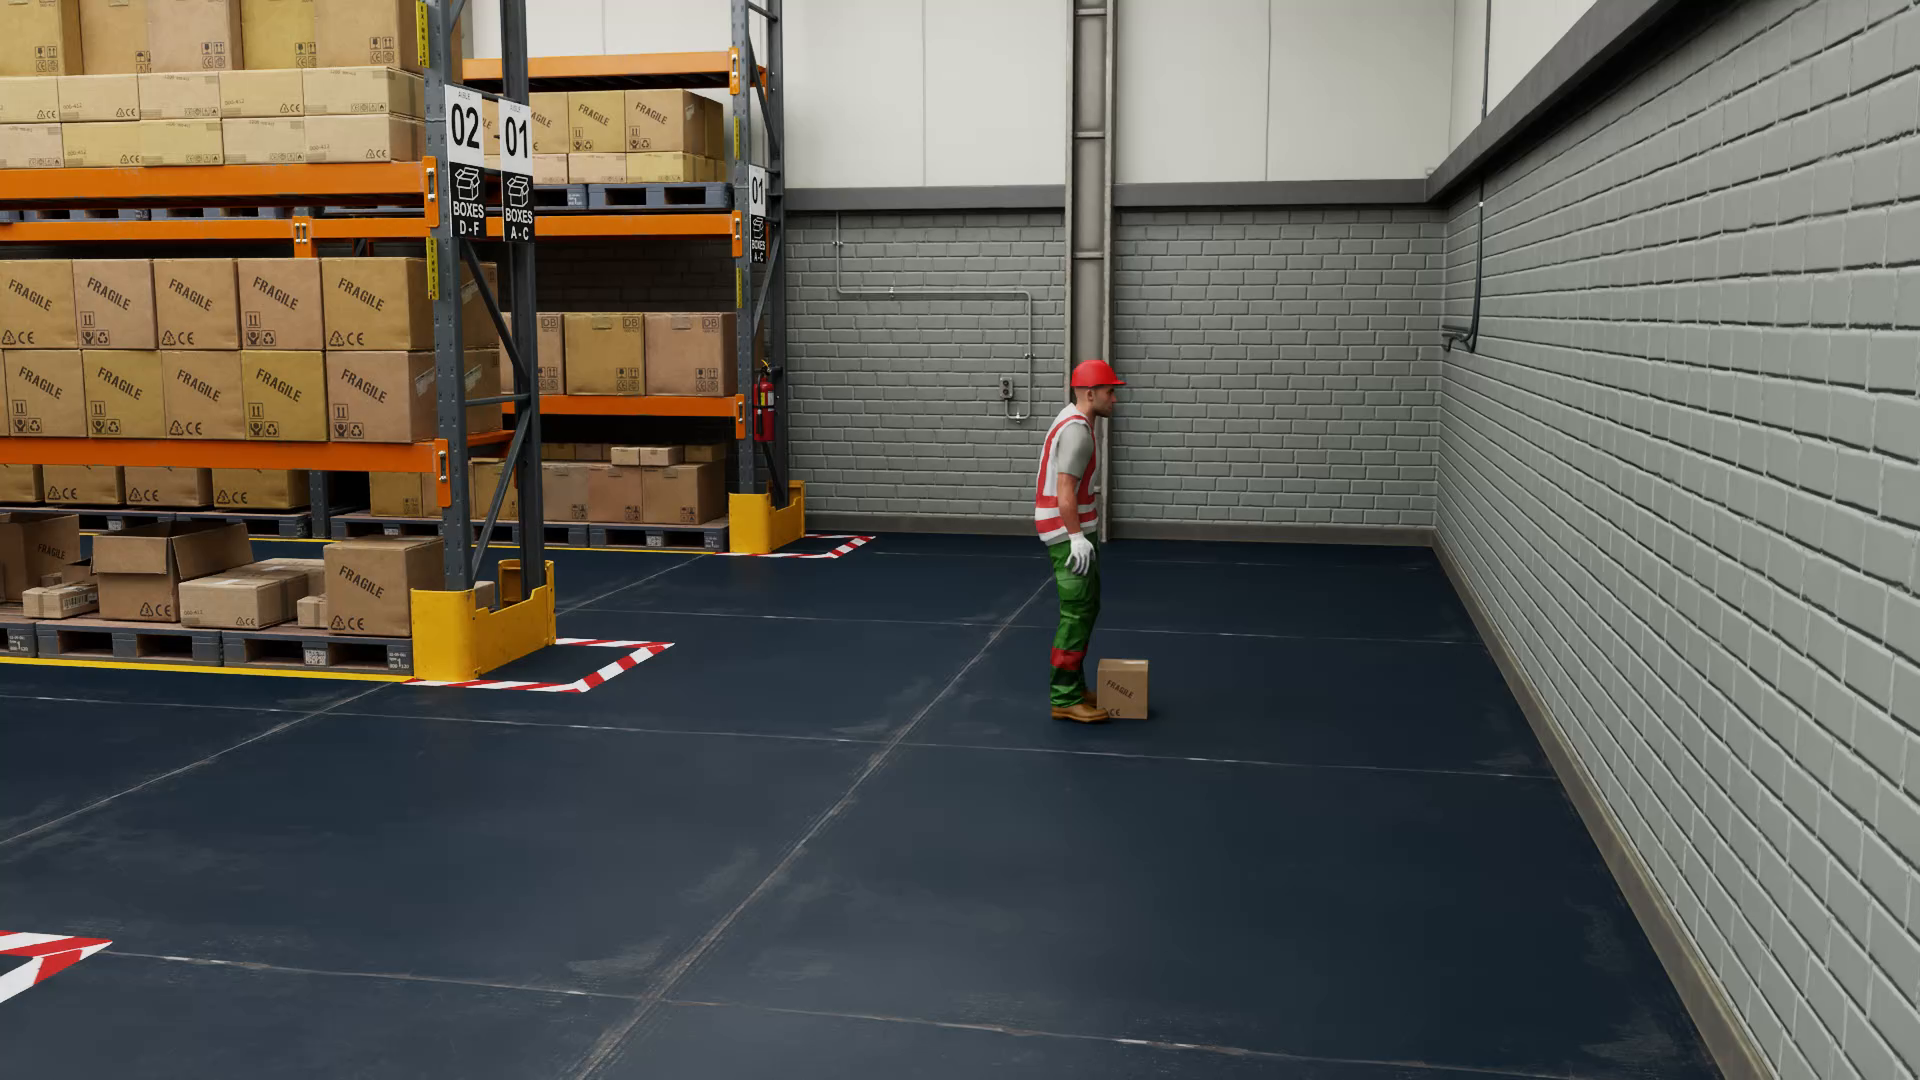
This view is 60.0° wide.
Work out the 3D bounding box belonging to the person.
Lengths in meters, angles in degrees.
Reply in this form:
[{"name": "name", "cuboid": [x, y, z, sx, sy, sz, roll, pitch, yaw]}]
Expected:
[{"name": "person", "cuboid": [0.603, -0.012, 8.343, 0.451, 1.778, 0.612, 1, 8, 8]}]
